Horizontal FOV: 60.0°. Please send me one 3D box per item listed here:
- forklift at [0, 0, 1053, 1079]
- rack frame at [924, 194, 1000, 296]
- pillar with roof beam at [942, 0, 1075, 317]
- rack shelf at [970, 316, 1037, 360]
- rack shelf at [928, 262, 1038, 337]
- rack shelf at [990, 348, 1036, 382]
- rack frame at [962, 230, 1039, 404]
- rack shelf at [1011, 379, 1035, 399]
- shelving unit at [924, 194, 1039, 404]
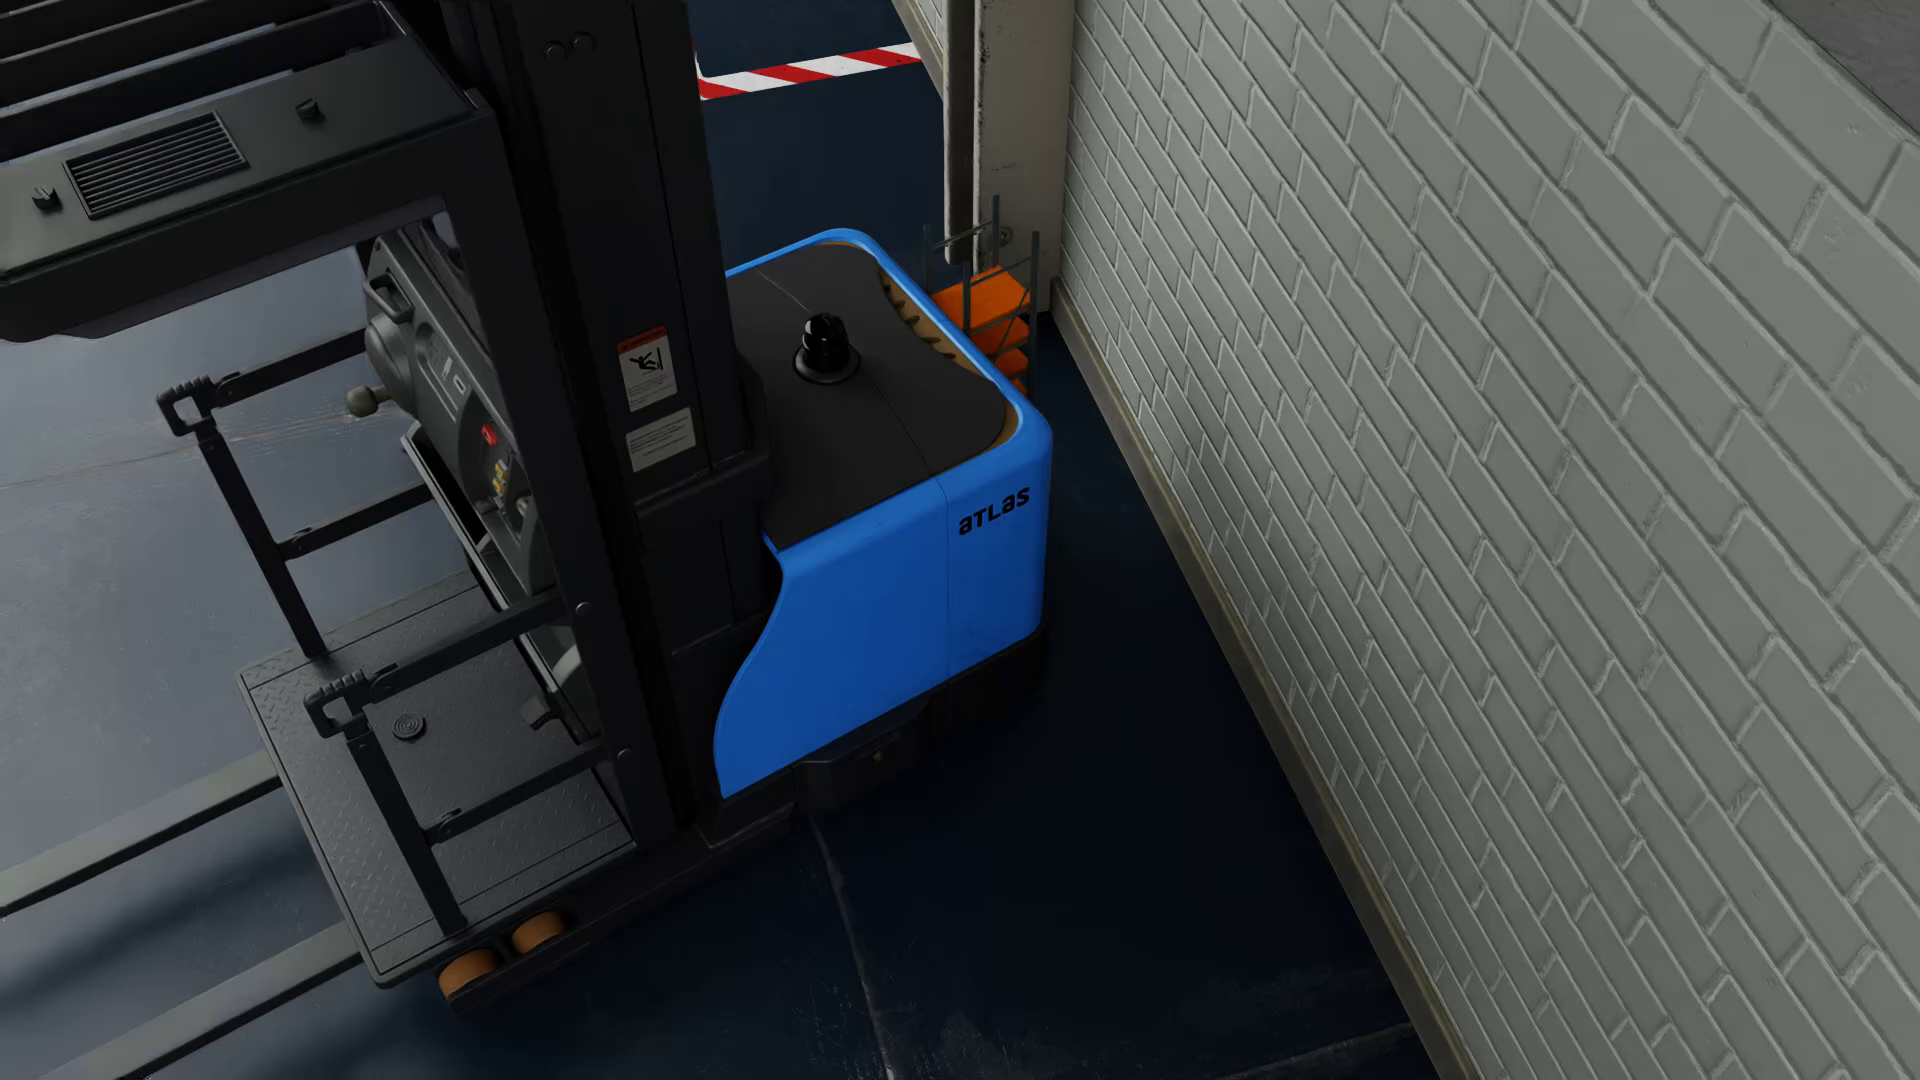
[{"bbox_3d":[-1.268,-0.213,3.512,3.031,2.935,1.130,-27,55,-21],"label":"forklift"},{"bbox_3d":[0.010,-0.484,4.873,0.240,1.200,0.006,-27,54,-21],"label":"rack frame"},{"bbox_3d":[-3.964,-2.867,1.781,9.100,9.000,0.400,-13,51,-11],"label":"pillar with roof beam"},{"bbox_3d":[0.060,-0.555,4.675,0.258,0.103,0.180,-27,54,-21],"label":"rack shelf"},{"bbox_3d":[0.059,-0.633,4.584,0.258,0.103,0.180,-27,54,-21],"label":"rack shelf"},{"bbox_3d":[0.061,-0.476,4.766,0.258,0.103,0.180,-27,54,-21],"label":"rack shelf"},{"bbox_3d":[0.112,-0.369,4.773,0.240,1.200,0.006,-27,54,-21],"label":"rack frame"},{"bbox_3d":[0.061,-0.398,4.856,0.258,0.103,0.180,-27,54,-21],"label":"rack shelf"},{"bbox_3d":[0.061,-0.427,4.823,0.258,1.200,0.189,-27,54,-21],"label":"shelving unit"}]
